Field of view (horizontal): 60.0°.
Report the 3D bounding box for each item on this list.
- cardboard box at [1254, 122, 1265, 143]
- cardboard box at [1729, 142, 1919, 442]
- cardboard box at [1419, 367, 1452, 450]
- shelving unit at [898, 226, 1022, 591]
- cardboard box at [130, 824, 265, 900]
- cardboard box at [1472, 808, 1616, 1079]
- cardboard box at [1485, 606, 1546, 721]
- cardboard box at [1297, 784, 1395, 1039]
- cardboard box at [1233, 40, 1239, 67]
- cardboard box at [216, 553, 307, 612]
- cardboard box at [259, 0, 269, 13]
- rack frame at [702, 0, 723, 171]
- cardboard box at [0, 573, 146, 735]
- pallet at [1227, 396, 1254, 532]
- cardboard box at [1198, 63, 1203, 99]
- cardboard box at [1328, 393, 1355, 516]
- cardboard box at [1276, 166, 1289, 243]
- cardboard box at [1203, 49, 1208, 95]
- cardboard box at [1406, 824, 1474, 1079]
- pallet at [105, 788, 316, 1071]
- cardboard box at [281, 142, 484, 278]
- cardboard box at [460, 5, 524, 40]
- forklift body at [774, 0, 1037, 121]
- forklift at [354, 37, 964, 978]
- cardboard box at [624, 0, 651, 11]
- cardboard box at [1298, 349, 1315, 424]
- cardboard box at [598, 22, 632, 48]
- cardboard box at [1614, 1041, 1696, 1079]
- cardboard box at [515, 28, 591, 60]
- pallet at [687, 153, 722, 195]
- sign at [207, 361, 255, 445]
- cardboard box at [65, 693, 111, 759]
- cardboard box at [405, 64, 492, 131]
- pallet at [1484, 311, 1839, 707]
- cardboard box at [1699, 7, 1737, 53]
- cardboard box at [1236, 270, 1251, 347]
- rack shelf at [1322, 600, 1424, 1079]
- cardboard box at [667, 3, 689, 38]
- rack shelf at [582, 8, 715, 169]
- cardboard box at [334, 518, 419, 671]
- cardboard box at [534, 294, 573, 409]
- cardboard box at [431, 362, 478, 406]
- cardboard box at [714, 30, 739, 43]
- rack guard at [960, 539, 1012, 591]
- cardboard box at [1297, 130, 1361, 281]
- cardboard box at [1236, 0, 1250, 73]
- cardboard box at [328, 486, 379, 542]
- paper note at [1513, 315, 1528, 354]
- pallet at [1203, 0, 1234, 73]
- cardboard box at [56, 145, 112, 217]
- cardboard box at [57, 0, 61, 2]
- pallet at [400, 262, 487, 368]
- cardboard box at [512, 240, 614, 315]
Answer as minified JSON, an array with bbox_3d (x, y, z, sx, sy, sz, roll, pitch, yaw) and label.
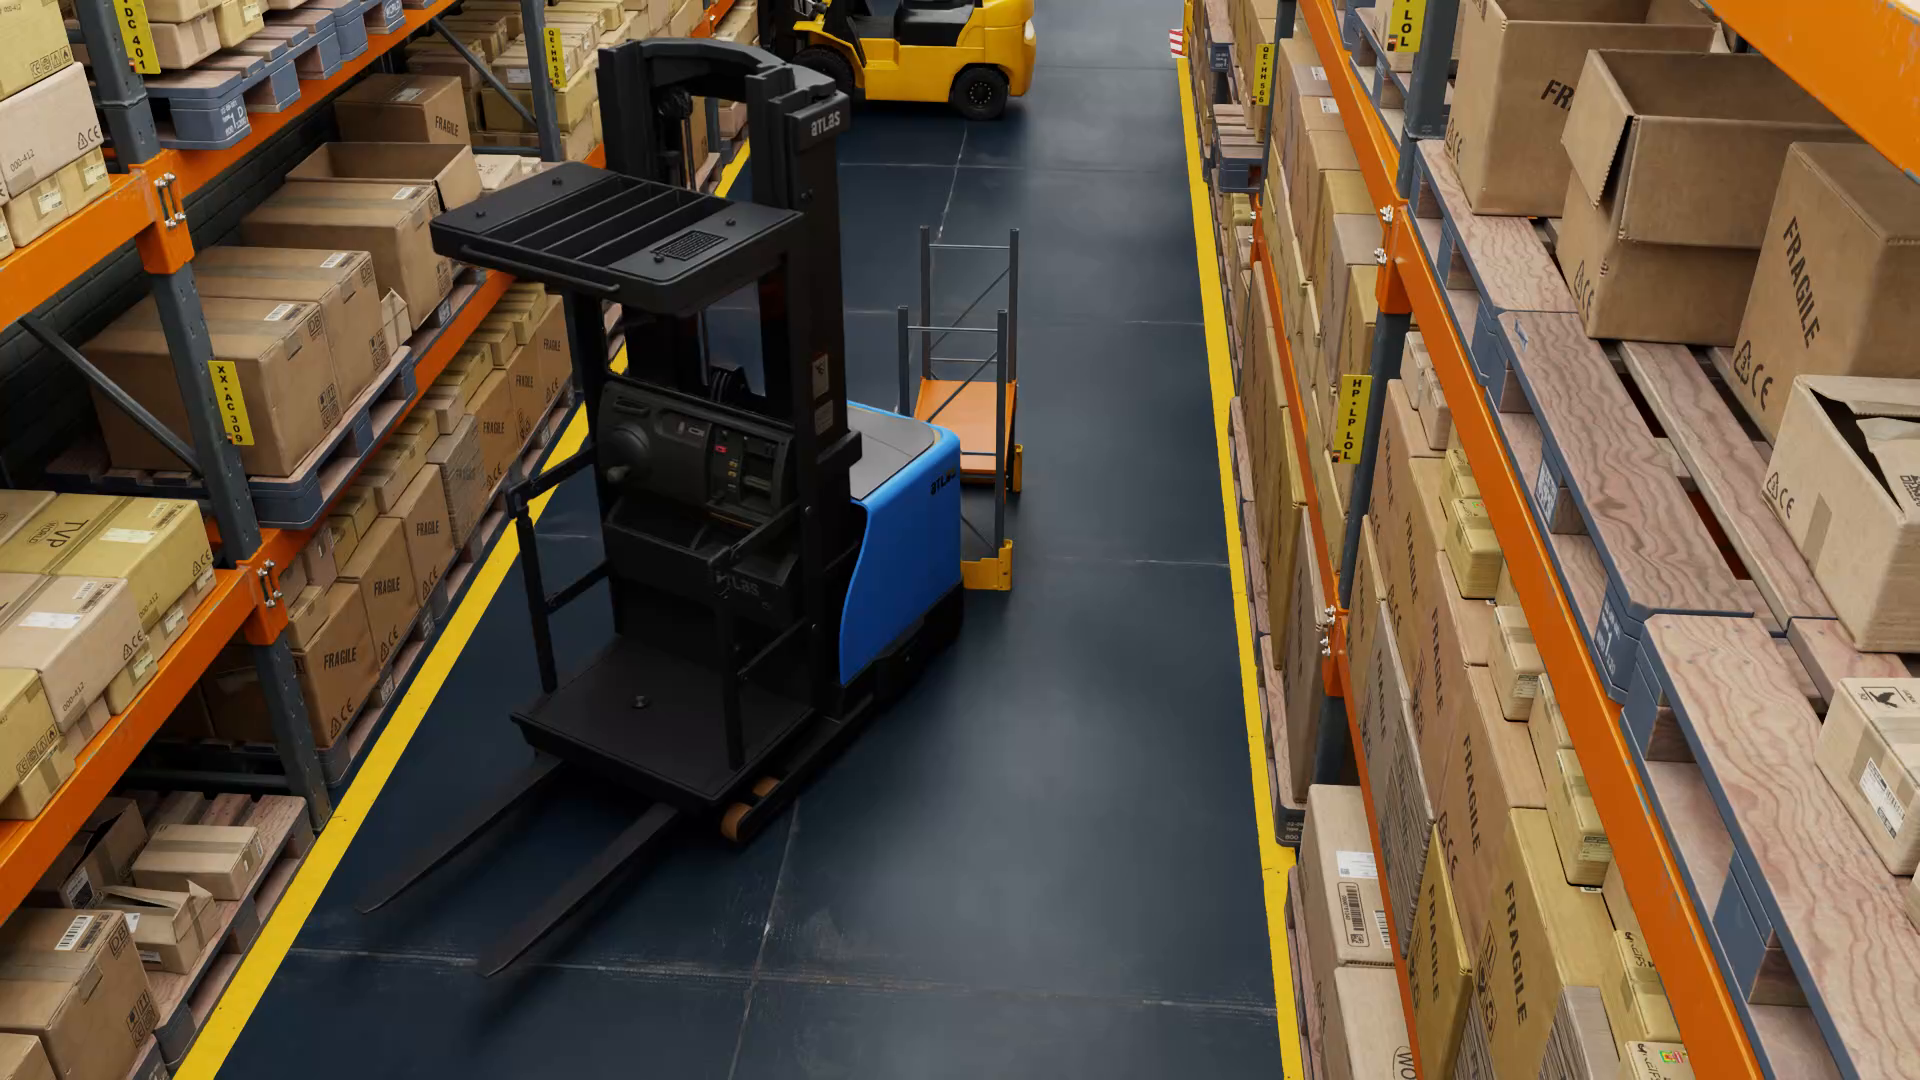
[{"bbox_3d":[1.909,-2.409,9.638,0.380,0.149,0.250,3,32,5],"label":"cardboard box"},{"bbox_3d":[1.830,-0.417,3.118,0.500,0.500,0.500,3,32,5],"label":"cardboard box"},{"bbox_3d":[1.553,-0.376,4.834,0.380,0.149,0.250,3,32,5],"label":"cardboard box"},{"bbox_3d":[0.006,-0.678,8.421,0.587,1.500,1.083,2,32,4],"label":"shelving unit"},{"bbox_3d":[-2.858,1.208,6.247,0.380,0.149,0.250,2,32,2],"label":"cardboard box"},{"bbox_3d":[1.375,0.908,3.370,0.500,0.500,0.500,2,32,4],"label":"cardboard box"},{"bbox_3d":[1.415,0.285,3.762,0.380,0.149,0.250,3,32,4],"label":"cardboard box"},{"bbox_3d":[1.684,1.315,5.798,0.875,0.438,0.875,2,32,3],"label":"cardboard box"},{"bbox_3d":[1.999,-3.220,10.954,0.380,0.149,0.250,4,32,6],"label":"cardboard box"},{"bbox_3d":[-2.872,0.173,6.690,0.380,0.149,0.250,2,32,3],"label":"cardboard box"},{"bbox_3d":[-2.706,-1.932,5.910,0.380,0.149,0.250,3,32,4],"label":"cardboard box"},{"bbox_3d":[-2.454,-4.314,12.890,1.000,3.000,0.127,2,32,4],"label":"rack frame"},{"bbox_3d":[-2.930,0.346,5.189,0.500,0.250,0.500,3,32,4],"label":"cardboard box"},{"bbox_3d":[2.028,-0.416,9.223,1.003,0.211,1.213,2,32,4],"label":"pallet"},{"bbox_3d":[2.353,-3.977,14.565,0.500,0.250,0.500,3,32,5],"label":"cardboard box"},{"bbox_3d":[1.635,-0.310,6.061,0.500,0.250,0.500,2,32,4],"label":"cardboard box"},{"bbox_3d":[1.837,-1.636,8.212,0.500,0.250,0.500,3,32,5],"label":"cardboard box"},{"bbox_3d":[2.313,-4.018,13.916,0.500,0.500,0.500,3,32,5],"label":"cardboard box"},{"bbox_3d":[1.409,1.063,4.070,0.500,0.500,0.500,3,32,5],"label":"cardboard box"},{"bbox_3d":[-3.163,1.416,6.251,1.003,0.211,1.213,2,32,4],"label":"pallet"},{"bbox_3d":[-2.729,-1.583,7.961,0.797,0.503,0.637,2,32,3],"label":"cardboard box"},{"bbox_3d":[-2.914,-3.259,10.465,0.380,0.149,0.250,2,32,4],"label":"cardboard box"},{"bbox_3d":[-0.465,-4.974,14.772,2.313,2.155,1.214,2,32,4],"label":"forklift body"},{"bbox_3d":[-1.172,-0.293,6.432,1.130,2.935,3.031,17,36,26],"label":"forklift"},{"bbox_3d":[-2.280,-3.633,11.072,0.380,0.149,0.250,2,32,3],"label":"cardboard box"},{"bbox_3d":[1.730,-0.631,7.058,0.500,0.250,0.500,2,32,3],"label":"cardboard box"},{"bbox_3d":[-2.398,-3.127,10.632,0.500,0.250,0.500,2,32,3],"label":"cardboard box"},{"bbox_3d":[1.280,0.958,2.669,0.380,0.149,0.250,2,32,4],"label":"cardboard box"},{"bbox_3d":[-2.445,-2.970,9.997,0.380,0.149,0.250,3,32,5],"label":"cardboard box"},{"bbox_3d":[-2.476,-2.740,12.994,1.003,0.211,1.213,2,32,4],"label":"pallet"},{"bbox_3d":[-2.564,-0.480,5.844,0.100,0.325,0.005,2,32,4],"label":"sign"},{"bbox_3d":[-2.925,0.564,5.215,0.380,0.149,0.250,3,32,5],"label":"cardboard box"},{"bbox_3d":[-3.021,-2.618,9.805,0.500,0.250,0.500,3,32,5],"label":"cardboard box"},{"bbox_3d":[1.663,-0.096,3.272,1.003,0.211,1.213,2,32,4],"label":"pallet"},{"bbox_3d":[2.231,-1.566,5.300,0.396,0.266,0.258,2,32,4],"label":"cardboard box"},{"bbox_3d":[2.223,-1.367,10.214,0.950,0.372,0.625,0,32,1],"label":"cardboard box"},{"bbox_3d":[1.679,1.432,4.253,1.077,0.370,4.000,2,32,4],"label":"rack shelf"},{"bbox_3d":[-2.270,-3.712,12.057,0.500,0.250,0.500,2,32,4],"label":"cardboard box"},{"bbox_3d":[-2.617,-2.962,11.382,1.077,0.370,4.000,2,32,4],"label":"rack shelf"},{"bbox_3d":[-2.809,0.233,7.495,0.500,0.500,0.500,2,32,3],"label":"cardboard box"},{"bbox_3d":[-2.600,-1.106,9.668,0.500,0.500,0.500,3,32,5],"label":"cardboard box"},{"bbox_3d":[-2.711,-0.797,8.549,0.380,0.149,0.250,2,32,3],"label":"cardboard box"},{"bbox_3d":[-2.102,-3.987,13.628,0.500,0.250,0.500,2,32,3],"label":"cardboard box"},{"bbox_3d":[-0.034,0.114,8.327,0.587,0.250,0.087,2,32,4],"label":"rack guard"},{"bbox_3d":[1.751,-1.439,7.178,0.500,0.500,0.500,3,32,5],"label":"cardboard box"},{"bbox_3d":[1.998,-3.144,10.214,0.500,0.500,0.500,0,32,1],"label":"cardboard box"},{"bbox_3d":[-2.848,-0.124,7.456,0.380,0.149,0.250,2,32,3],"label":"cardboard box"},{"bbox_3d":[1.107,-0.409,3.292,0.006,0.032,0.123,3,32,4],"label":"paper note"},{"bbox_3d":[2.286,-3.628,11.962,1.003,0.211,1.213,2,32,4],"label":"pallet"},{"bbox_3d":[-2.841,-1.100,5.056,0.380,0.149,0.250,2,32,4],"label":"cardboard box"},{"bbox_3d":[-3.198,-1.810,5.429,0.380,0.149,0.250,2,32,3],"label":"cardboard box"},{"bbox_3d":[-2.934,-1.123,7.896,1.003,0.211,1.213,2,32,4],"label":"pallet"},{"bbox_3d":[-2.716,-1.715,10.538,0.875,0.625,0.625,3,32,6],"label":"cardboard box"}]
